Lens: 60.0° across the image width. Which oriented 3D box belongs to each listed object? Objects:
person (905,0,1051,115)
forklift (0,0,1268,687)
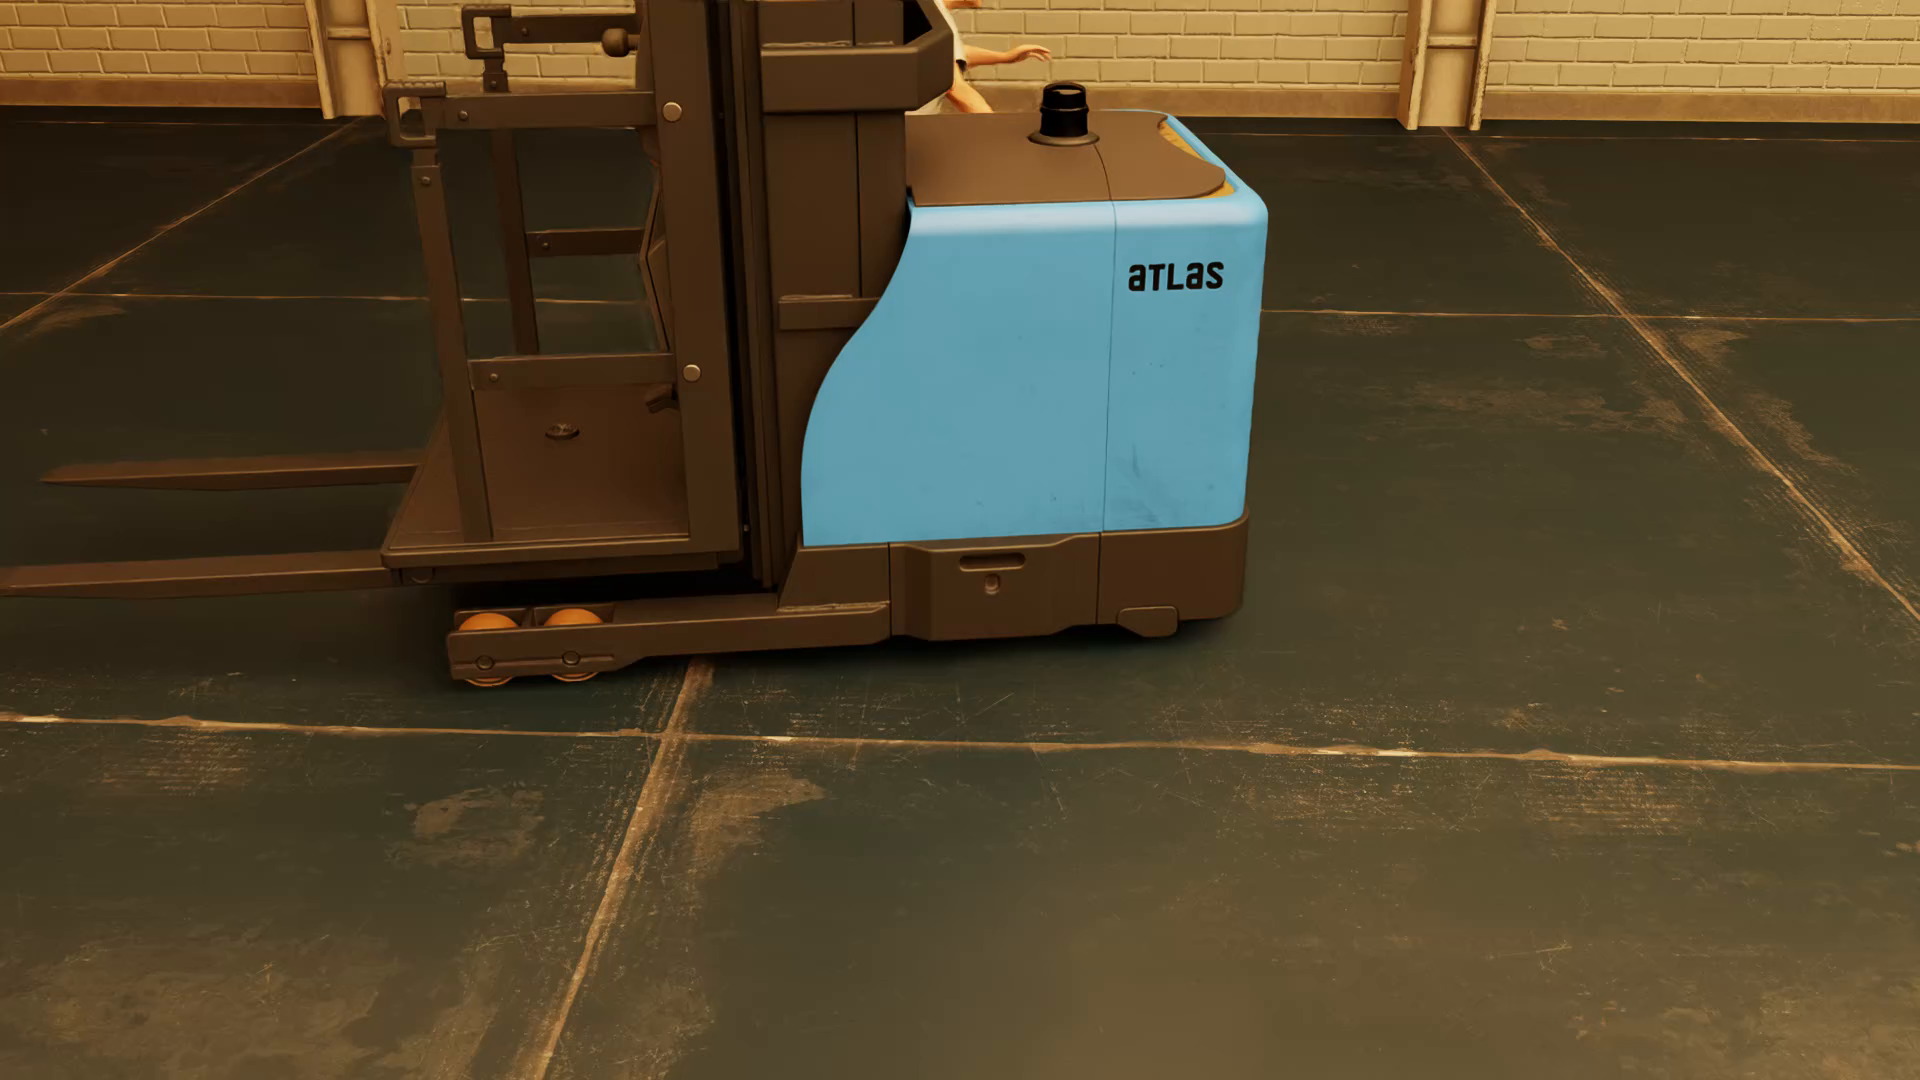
[{"bbox_3d":[0.037,-1.237,5.451,0.812,1.420,0.869,-16,31,-30],"label":"person"},{"bbox_3d":[-0.863,-1.223,3.687,3.031,2.935,1.130,-3,26,-6],"label":"forklift"}]
